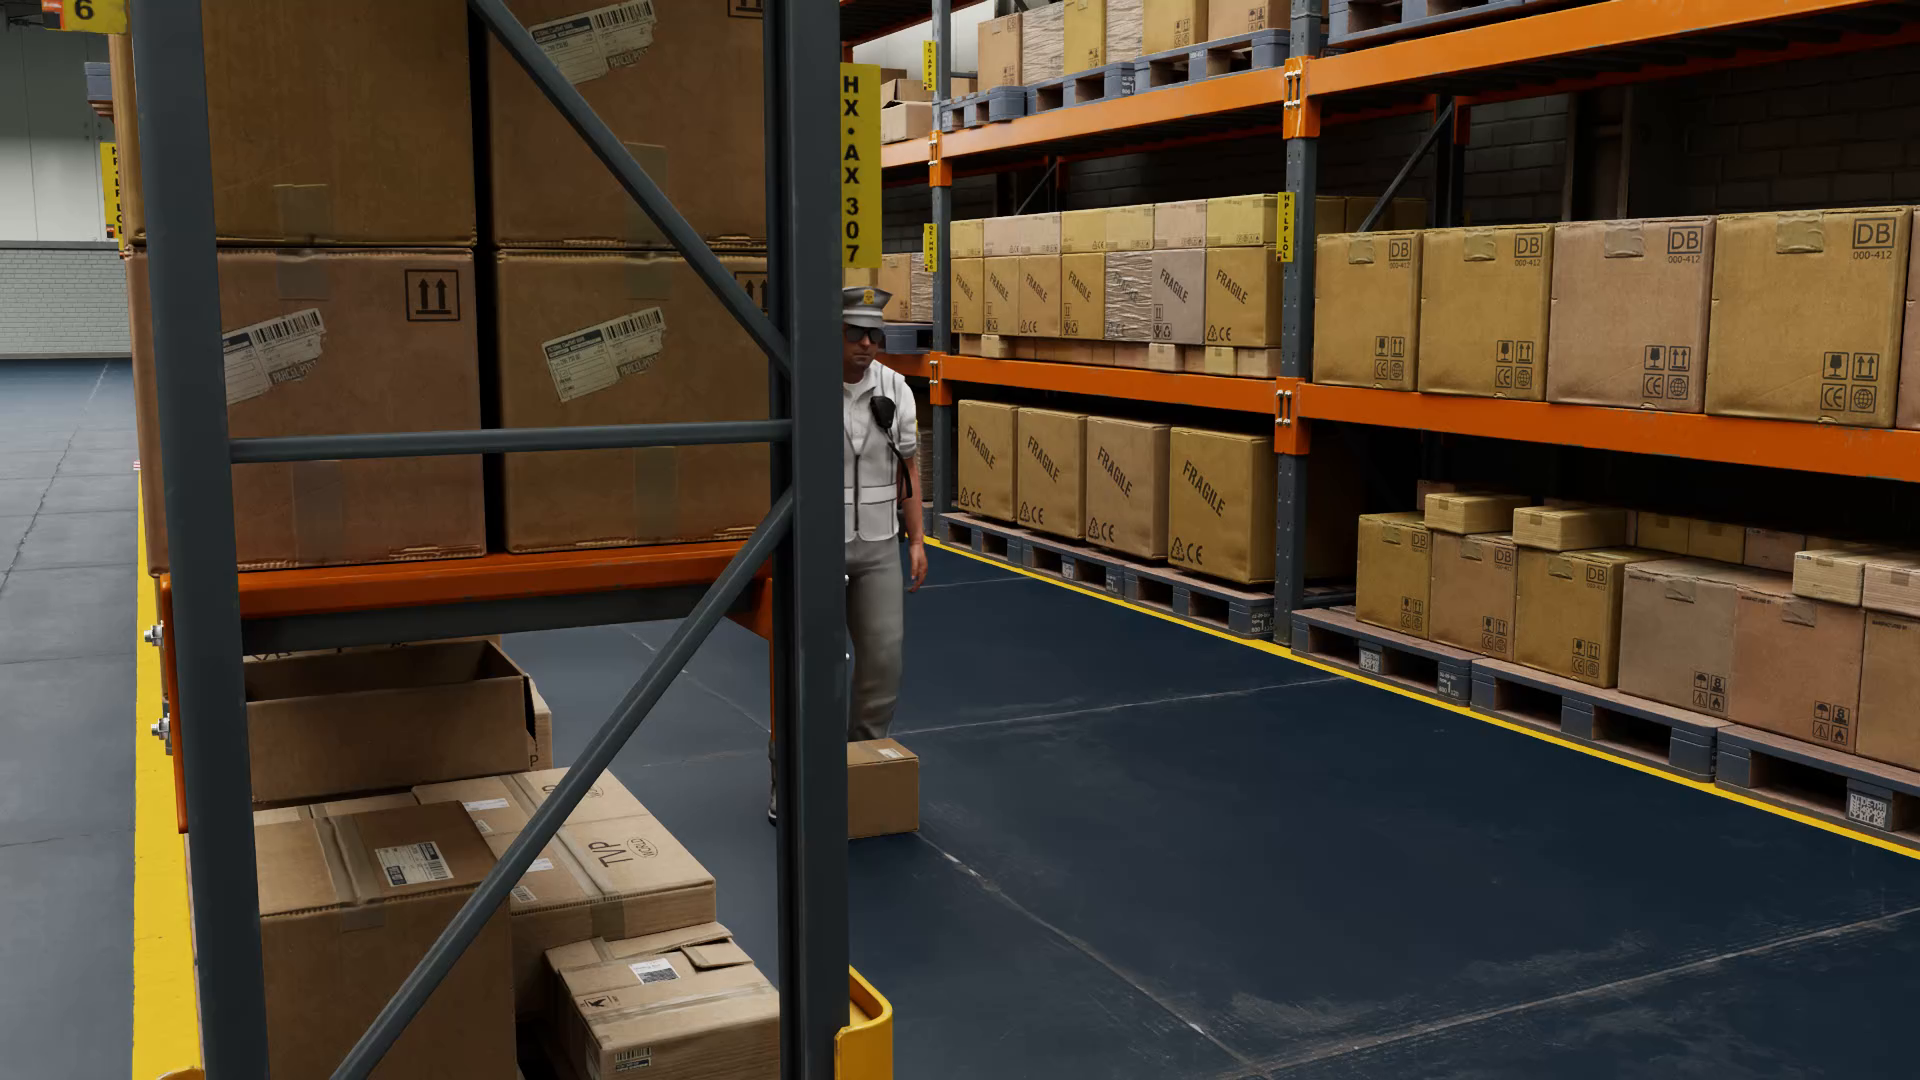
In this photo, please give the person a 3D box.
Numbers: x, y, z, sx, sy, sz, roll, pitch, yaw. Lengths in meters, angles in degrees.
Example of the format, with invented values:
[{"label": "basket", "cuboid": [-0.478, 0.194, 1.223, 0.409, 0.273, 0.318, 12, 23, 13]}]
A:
[{"label": "person", "cuboid": [-0.404, 0.032, 5.590, 0.605, 1.751, 0.428, -4, 9, -25]}]
